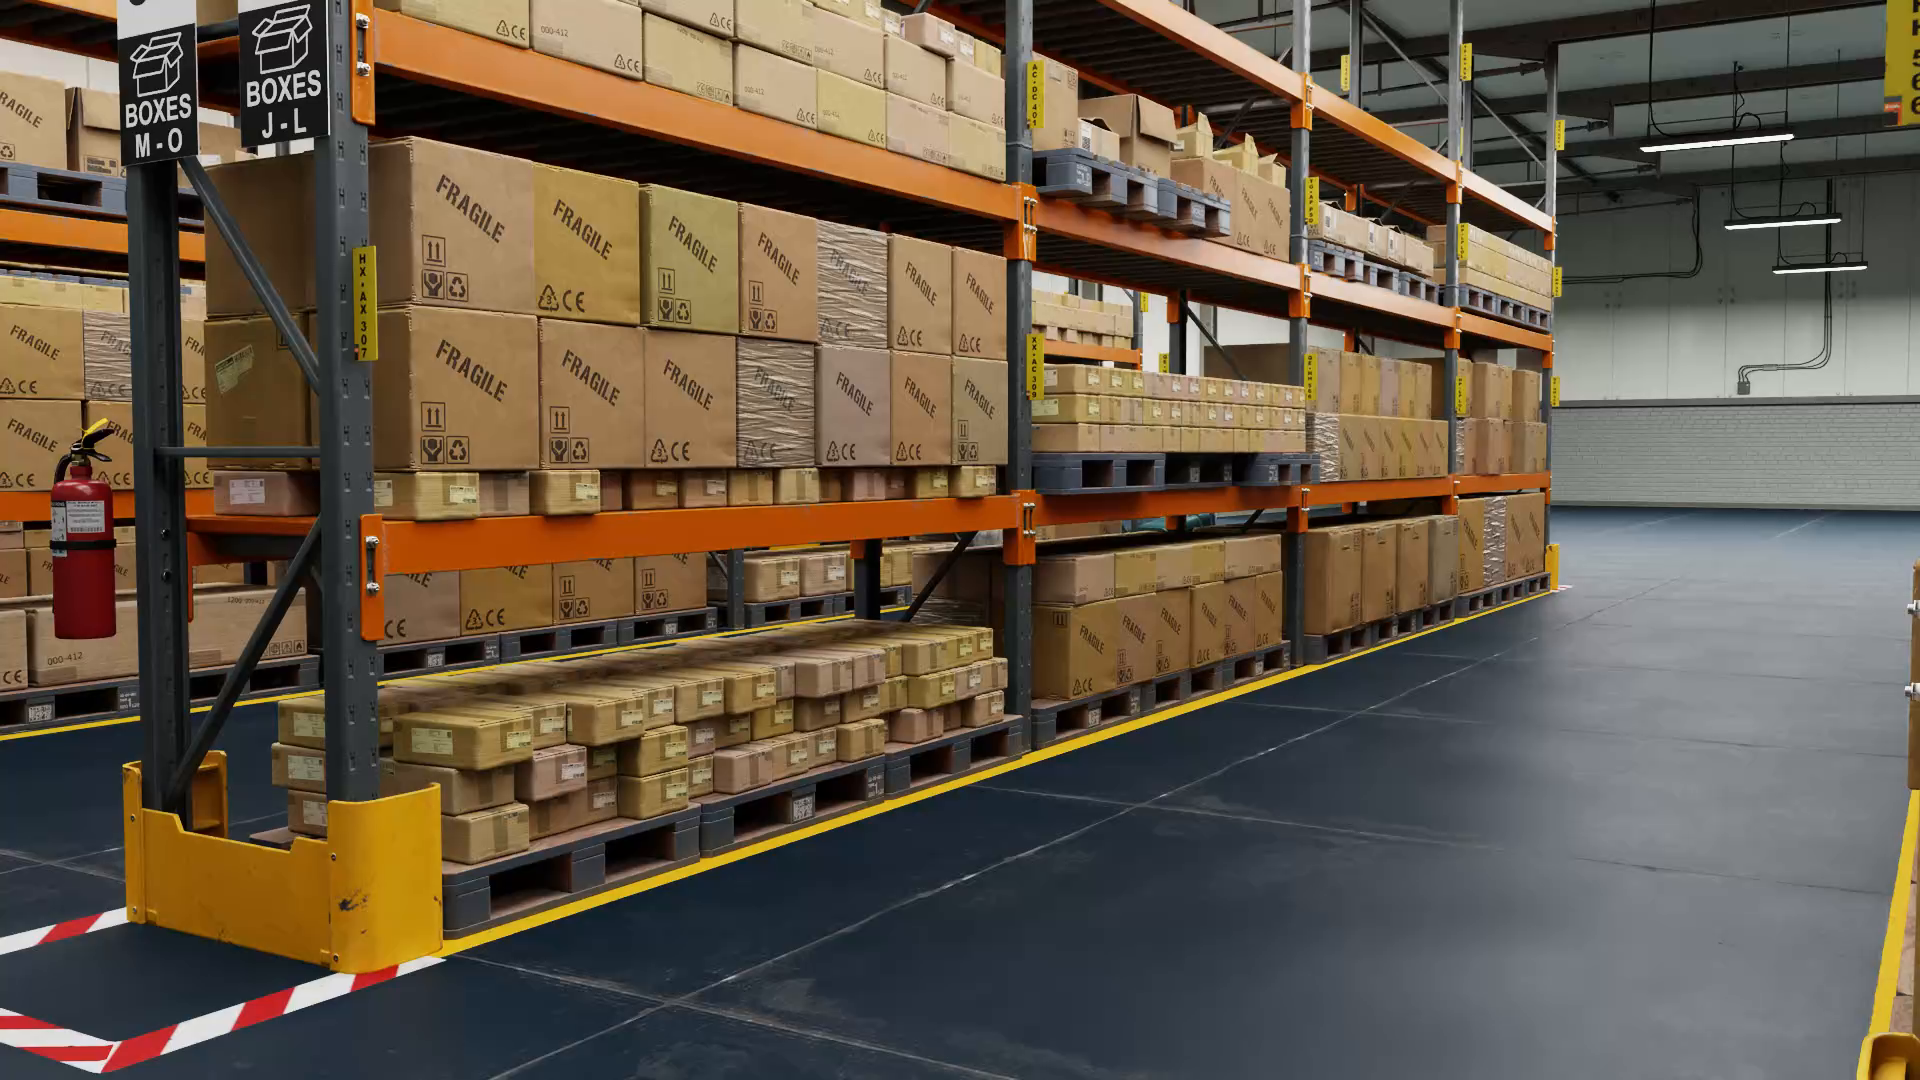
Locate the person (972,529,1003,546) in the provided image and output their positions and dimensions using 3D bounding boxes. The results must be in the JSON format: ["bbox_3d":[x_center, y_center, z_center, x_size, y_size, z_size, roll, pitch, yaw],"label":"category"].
[{"bbox_3d":[0.314,-0.097,14.961,0.522,1.662,0.371,2,3,29],"label":"person"}]
